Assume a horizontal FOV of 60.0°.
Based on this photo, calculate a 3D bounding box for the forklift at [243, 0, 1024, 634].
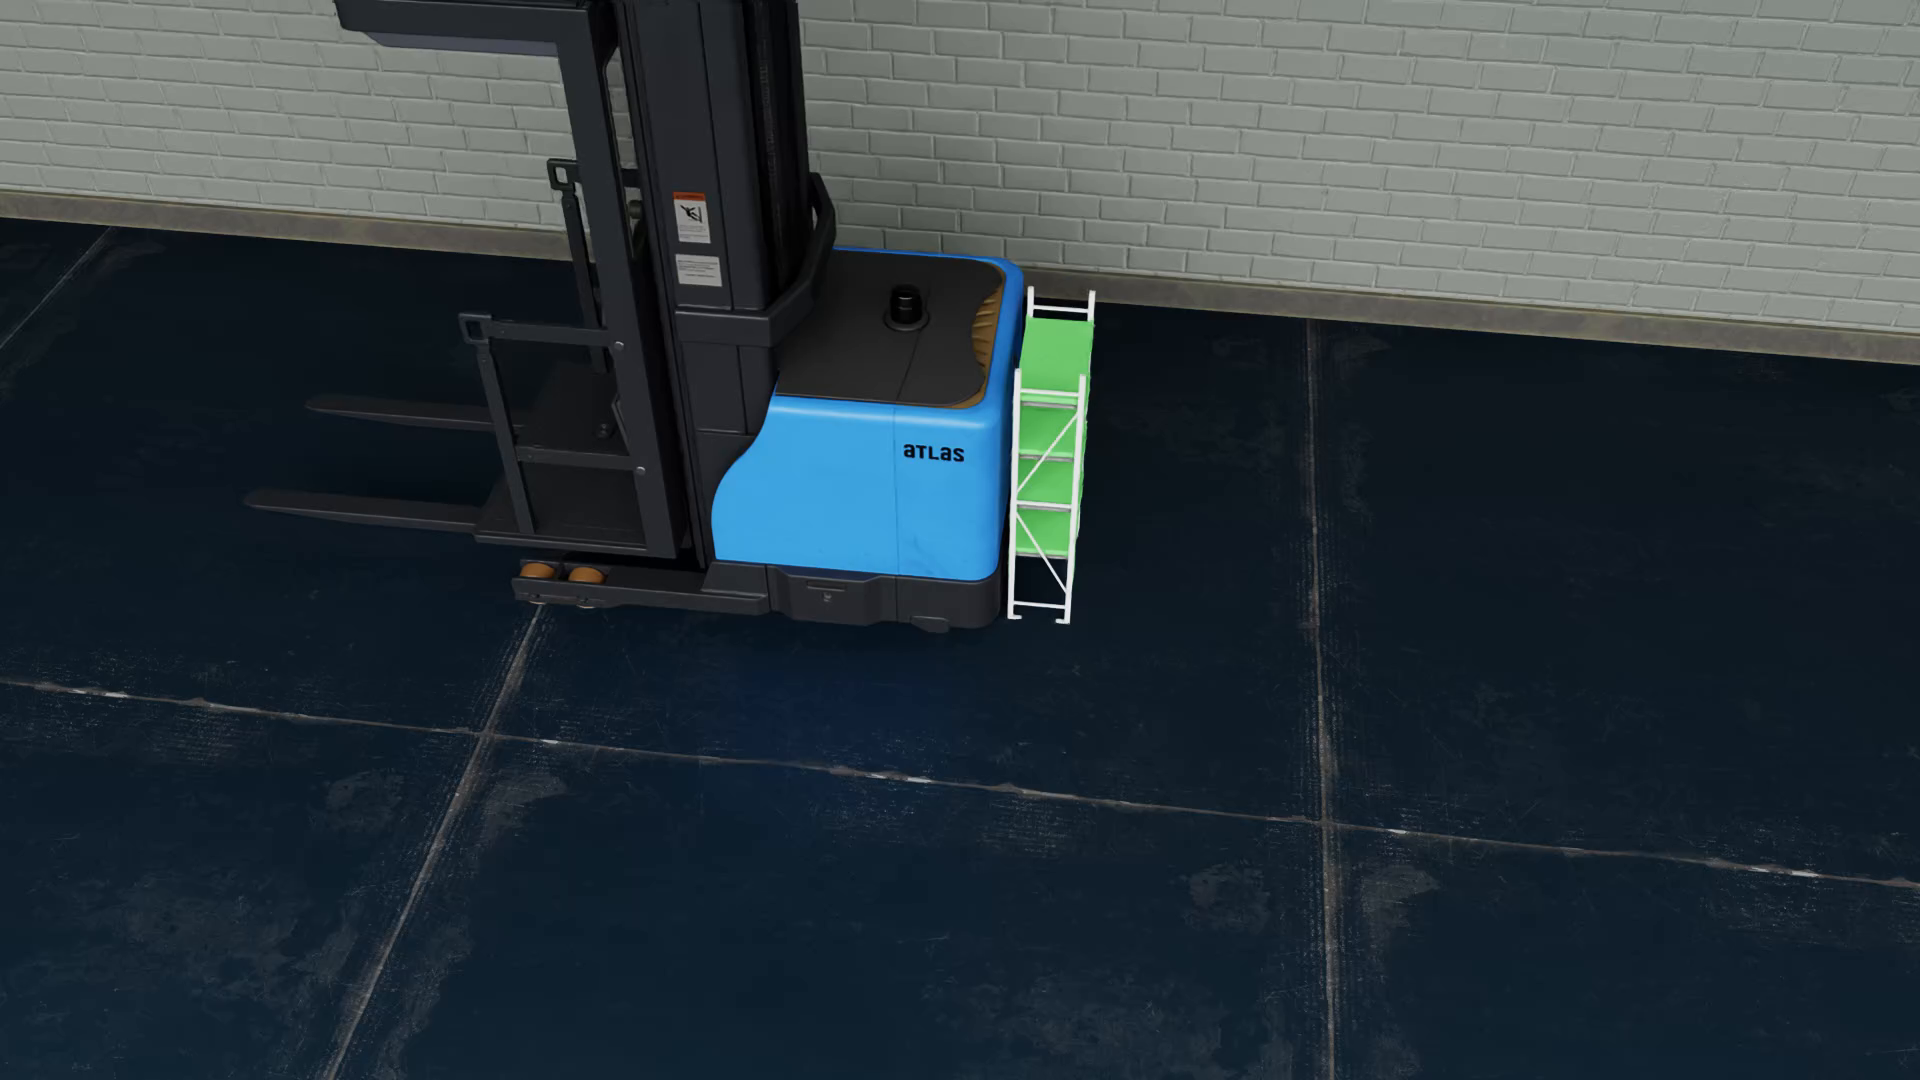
[{"bbox_3d":[-1.300,-1.153,5.836,3.031,2.935,1.130,5,44,5],"label":"forklift"}]

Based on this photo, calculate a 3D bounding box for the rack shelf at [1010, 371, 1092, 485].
[{"bbox_3d":[0.334,-0.421,6.066,0.258,0.148,0.480,5,44,5],"label":"rack shelf"}]

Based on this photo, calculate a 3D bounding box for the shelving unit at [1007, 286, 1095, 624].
[{"bbox_3d":[0.334,-0.294,6.187,0.258,1.200,0.503,5,44,5],"label":"shelving unit"}]

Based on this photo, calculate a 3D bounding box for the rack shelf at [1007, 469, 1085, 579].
[{"bbox_3d":[0.334,-0.073,6.396,0.258,0.148,0.480,5,44,5],"label":"rack shelf"}]

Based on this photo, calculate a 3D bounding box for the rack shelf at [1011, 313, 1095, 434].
[{"bbox_3d":[0.334,-0.596,5.901,0.258,0.148,0.480,5,44,5],"label":"rack shelf"}]

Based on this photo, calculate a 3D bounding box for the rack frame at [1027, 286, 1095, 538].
[{"bbox_3d":[0.364,-0.460,6.363,0.240,1.200,0.015,5,44,5],"label":"rack frame"}]

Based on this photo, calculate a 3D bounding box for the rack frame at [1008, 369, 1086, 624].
[{"bbox_3d":[0.304,-0.127,6.011,0.240,1.200,0.015,5,44,5],"label":"rack frame"}]

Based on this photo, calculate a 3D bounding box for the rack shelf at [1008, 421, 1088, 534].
[{"bbox_3d":[0.334,-0.247,6.231,0.258,0.148,0.480,5,44,5],"label":"rack shelf"}]
